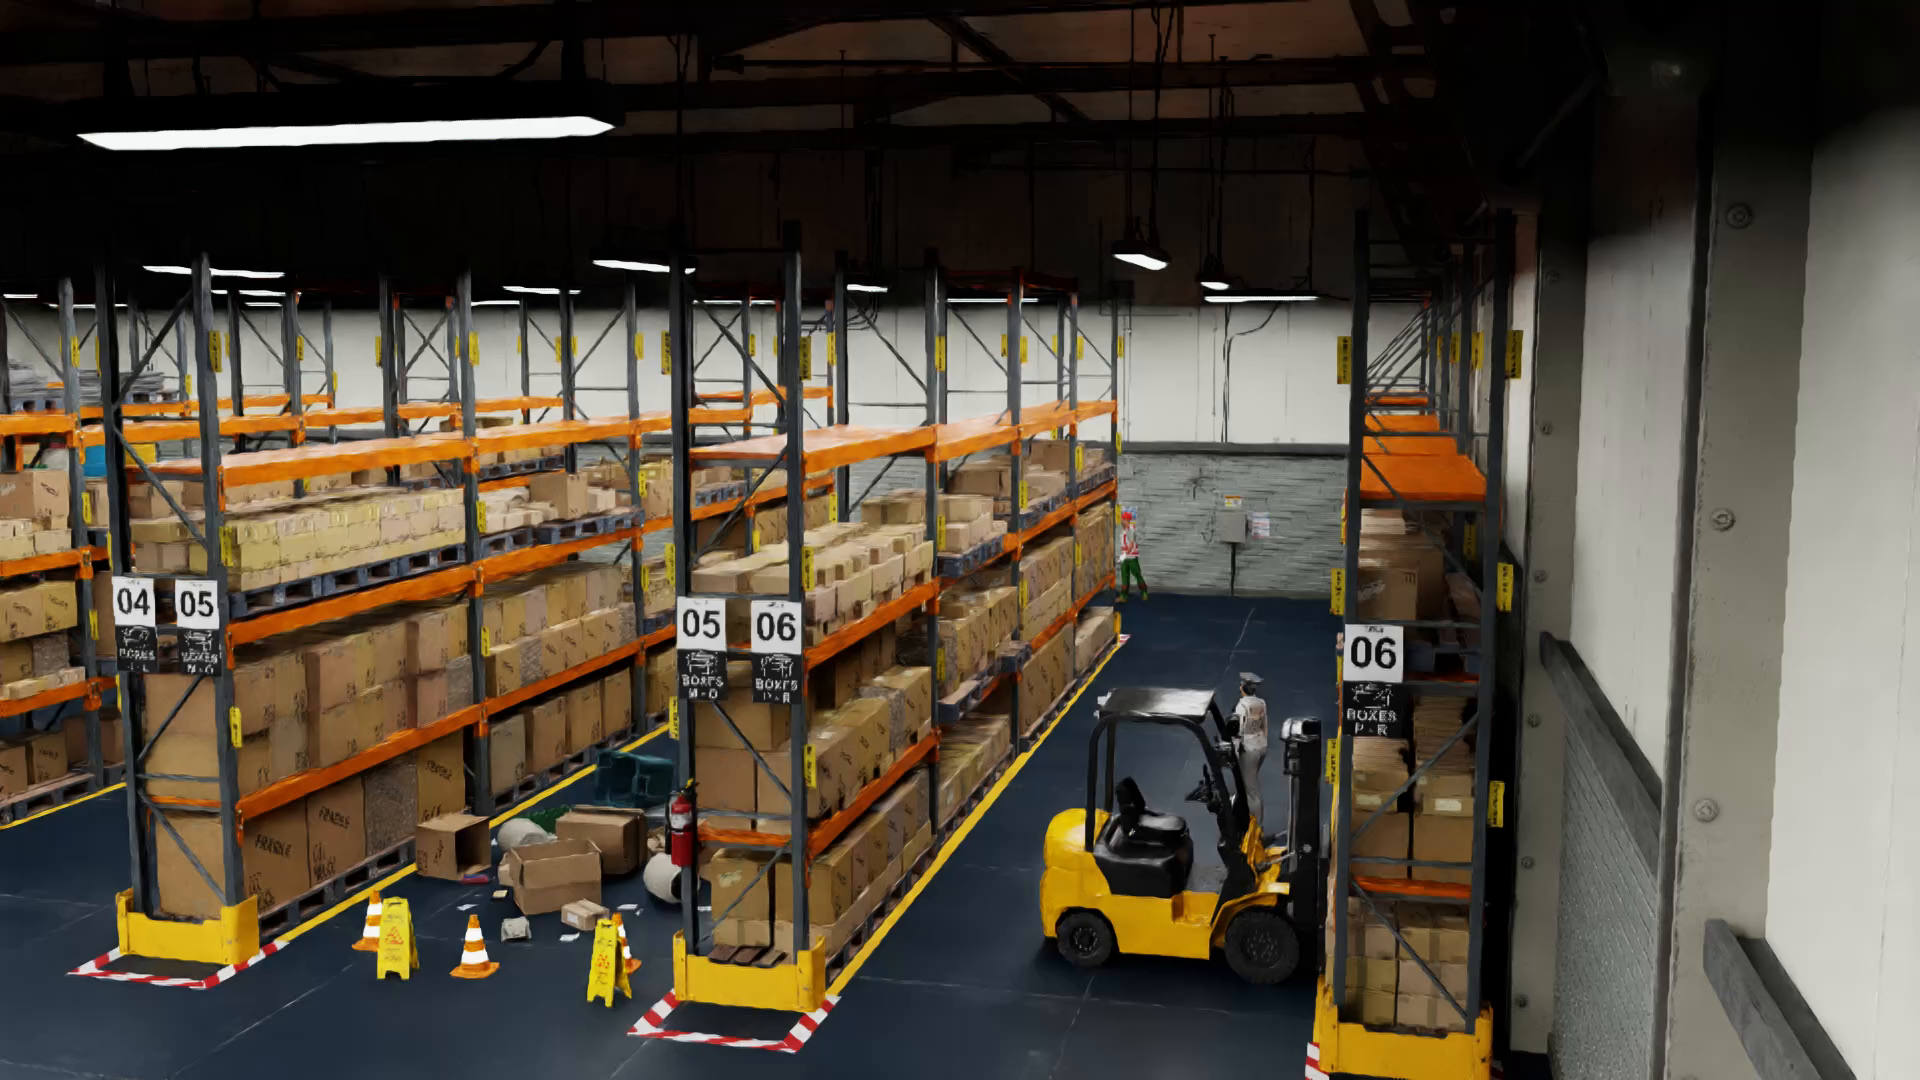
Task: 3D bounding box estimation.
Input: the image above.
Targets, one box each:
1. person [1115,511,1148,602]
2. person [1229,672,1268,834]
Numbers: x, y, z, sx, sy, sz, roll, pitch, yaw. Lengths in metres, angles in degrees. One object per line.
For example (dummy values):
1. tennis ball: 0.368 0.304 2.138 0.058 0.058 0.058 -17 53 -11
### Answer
1. person: 3.331 0.332 32.491 0.711 1.786 0.551 -2 7 -15
2. person: 2.998 2.213 17.383 0.555 1.664 0.585 6 9 39
